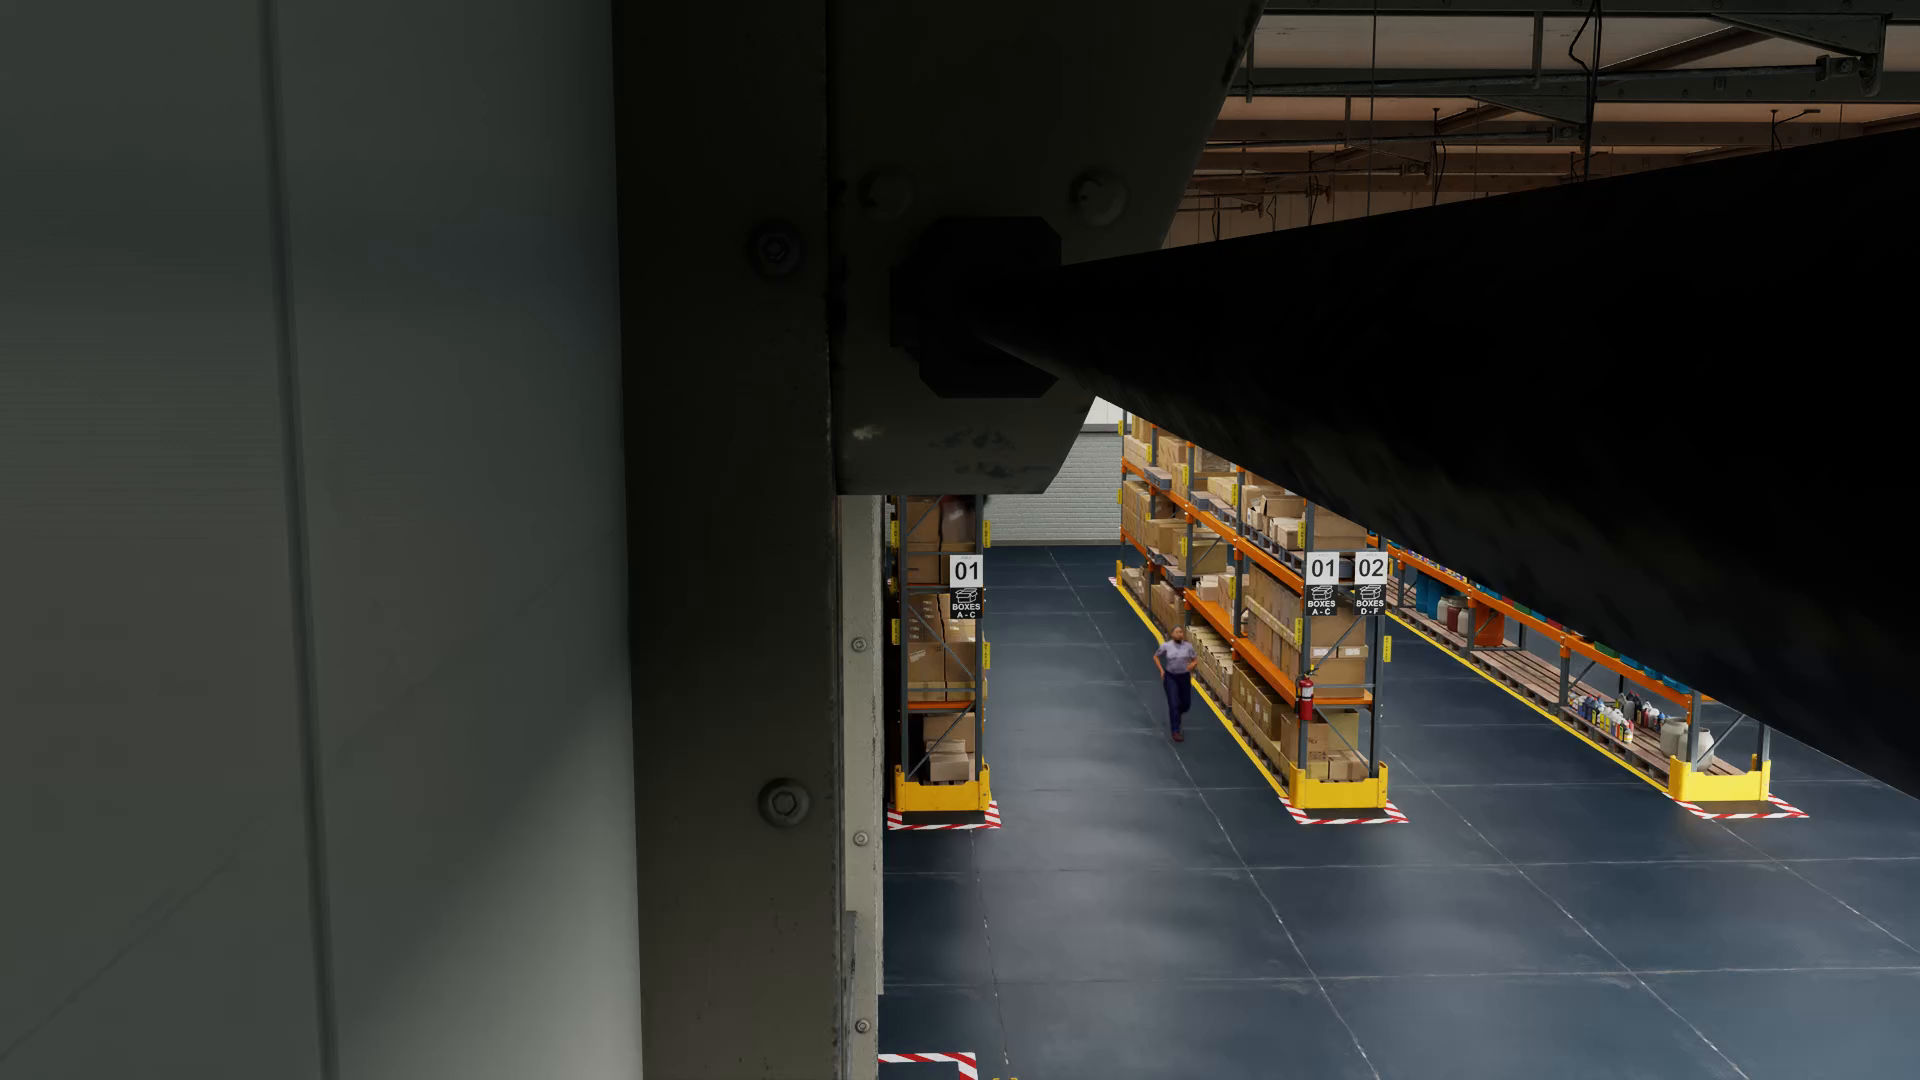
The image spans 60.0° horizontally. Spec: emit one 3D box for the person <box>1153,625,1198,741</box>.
[{"bbox_3d":[3.112,2.015,23.924,0.620,1.614,0.843,-1,8,-7],"label":"person"}]
